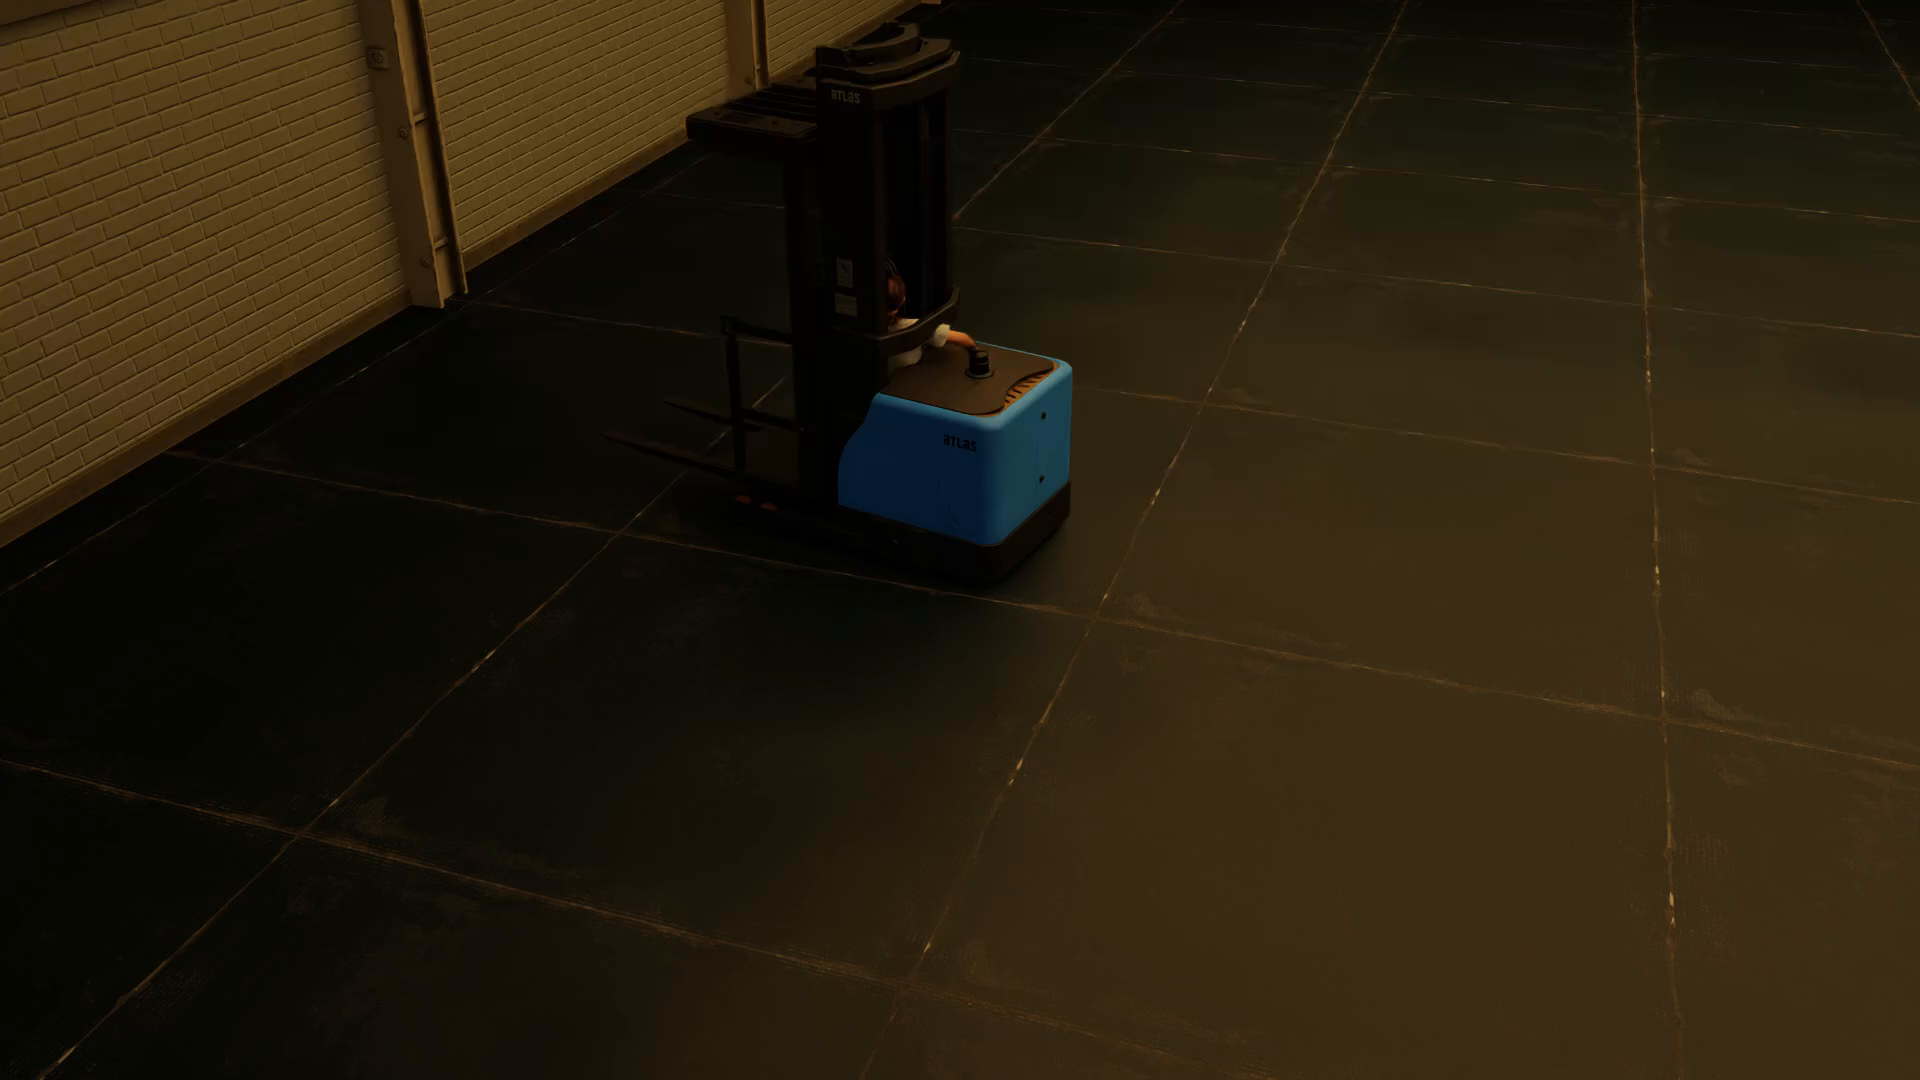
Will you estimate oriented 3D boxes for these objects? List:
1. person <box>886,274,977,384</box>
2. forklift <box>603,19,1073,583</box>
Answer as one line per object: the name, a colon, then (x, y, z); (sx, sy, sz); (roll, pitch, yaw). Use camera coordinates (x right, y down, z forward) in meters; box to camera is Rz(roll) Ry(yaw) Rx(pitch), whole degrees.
person: (-0.355, -0.983, 10.135); (0.979, 1.527, 0.878); (4, 30, 8)
forklift: (-0.860, -1.545, 9.847); (3.031, 2.935, 1.130); (16, 33, 26)
